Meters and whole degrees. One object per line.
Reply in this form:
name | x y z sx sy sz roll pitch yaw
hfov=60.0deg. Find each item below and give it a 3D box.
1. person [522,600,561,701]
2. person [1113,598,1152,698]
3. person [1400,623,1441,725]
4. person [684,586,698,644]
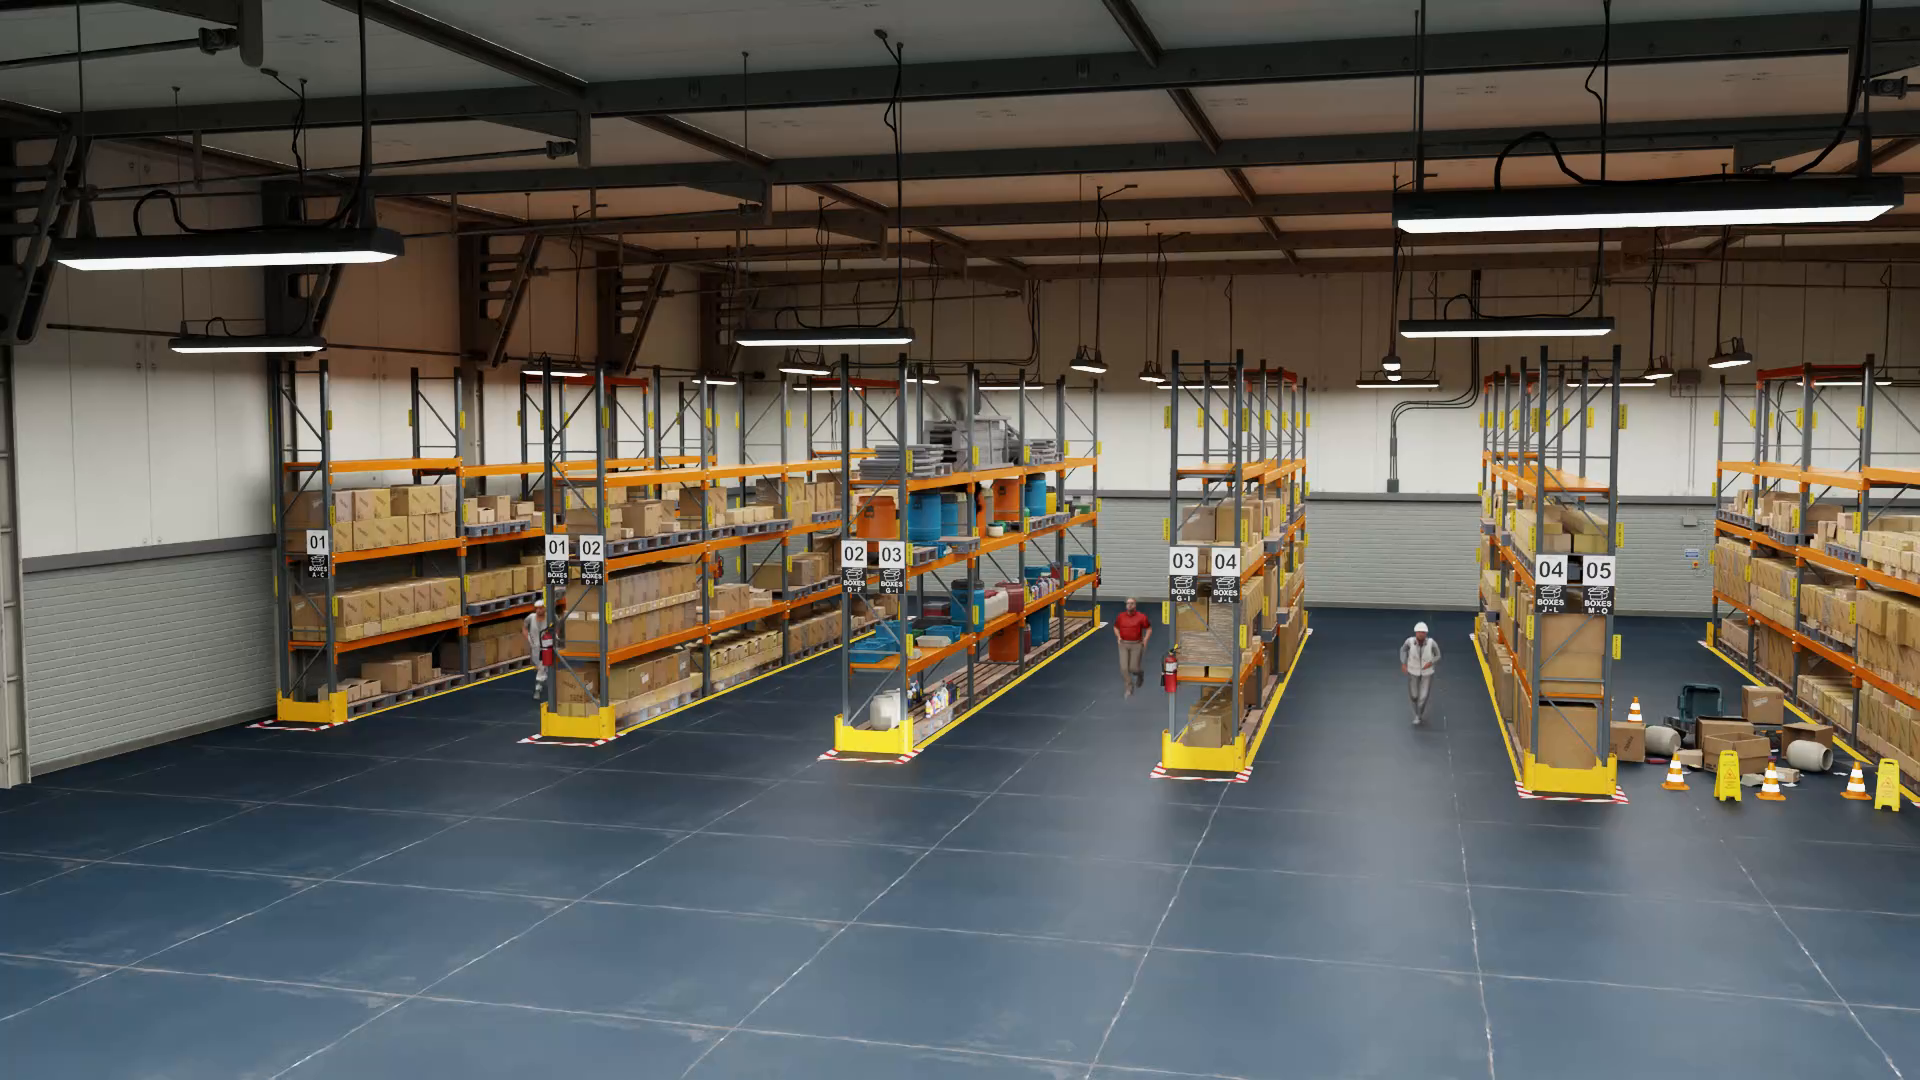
person | -7.594 1.953 30.213 0.659 1.772 1.137 0 4 1
person | 2.929 1.834 28.434 0.665 1.699 0.603 1 4 20
person | 7.598 2.196 27.465 0.650 1.706 0.740 1 4 13
person | -5.604 1.690 34.775 0.561 1.621 0.573 1 4 12
